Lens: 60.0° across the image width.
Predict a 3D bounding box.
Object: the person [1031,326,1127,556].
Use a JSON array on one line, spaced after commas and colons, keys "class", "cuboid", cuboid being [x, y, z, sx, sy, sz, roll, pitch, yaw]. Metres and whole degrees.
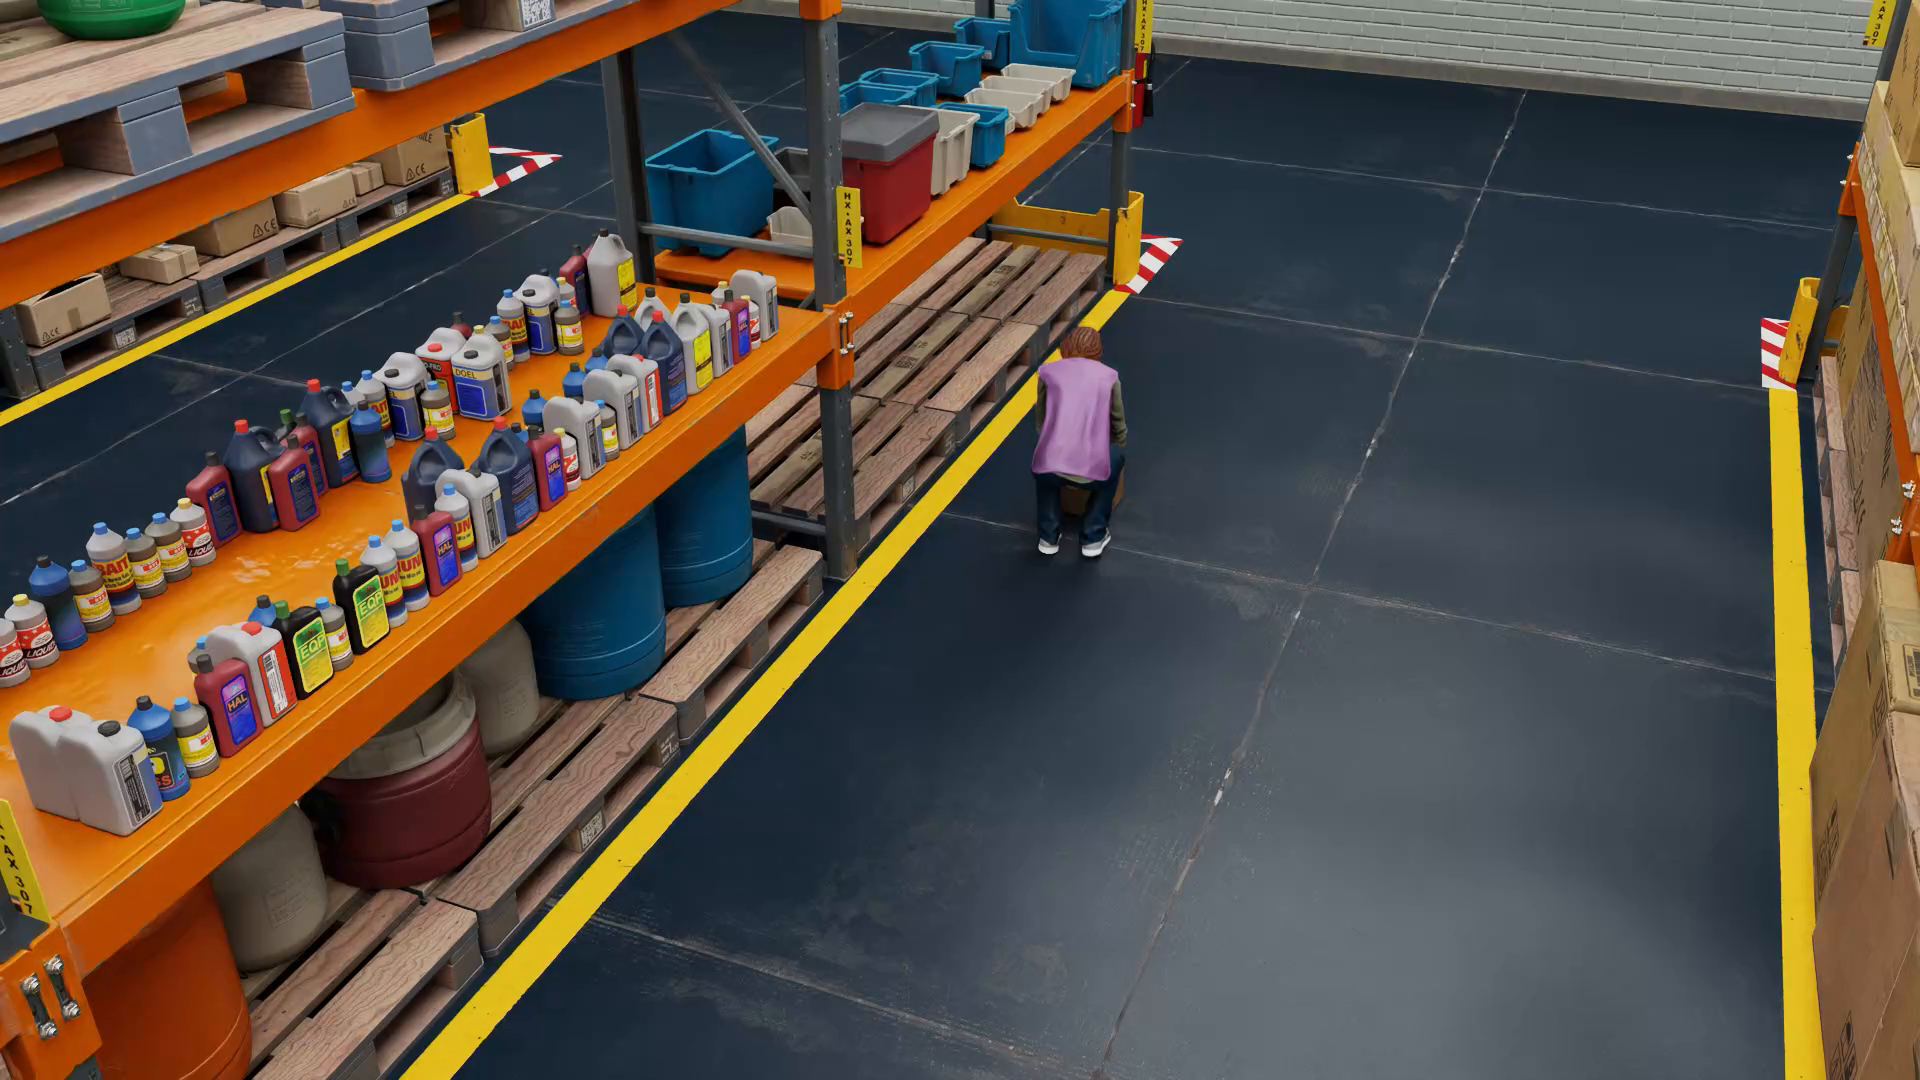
[{"class": "person", "cuboid": [0.520, -0.417, 7.530, 0.446, 0.929, 0.787, 7, 31, 12]}]
